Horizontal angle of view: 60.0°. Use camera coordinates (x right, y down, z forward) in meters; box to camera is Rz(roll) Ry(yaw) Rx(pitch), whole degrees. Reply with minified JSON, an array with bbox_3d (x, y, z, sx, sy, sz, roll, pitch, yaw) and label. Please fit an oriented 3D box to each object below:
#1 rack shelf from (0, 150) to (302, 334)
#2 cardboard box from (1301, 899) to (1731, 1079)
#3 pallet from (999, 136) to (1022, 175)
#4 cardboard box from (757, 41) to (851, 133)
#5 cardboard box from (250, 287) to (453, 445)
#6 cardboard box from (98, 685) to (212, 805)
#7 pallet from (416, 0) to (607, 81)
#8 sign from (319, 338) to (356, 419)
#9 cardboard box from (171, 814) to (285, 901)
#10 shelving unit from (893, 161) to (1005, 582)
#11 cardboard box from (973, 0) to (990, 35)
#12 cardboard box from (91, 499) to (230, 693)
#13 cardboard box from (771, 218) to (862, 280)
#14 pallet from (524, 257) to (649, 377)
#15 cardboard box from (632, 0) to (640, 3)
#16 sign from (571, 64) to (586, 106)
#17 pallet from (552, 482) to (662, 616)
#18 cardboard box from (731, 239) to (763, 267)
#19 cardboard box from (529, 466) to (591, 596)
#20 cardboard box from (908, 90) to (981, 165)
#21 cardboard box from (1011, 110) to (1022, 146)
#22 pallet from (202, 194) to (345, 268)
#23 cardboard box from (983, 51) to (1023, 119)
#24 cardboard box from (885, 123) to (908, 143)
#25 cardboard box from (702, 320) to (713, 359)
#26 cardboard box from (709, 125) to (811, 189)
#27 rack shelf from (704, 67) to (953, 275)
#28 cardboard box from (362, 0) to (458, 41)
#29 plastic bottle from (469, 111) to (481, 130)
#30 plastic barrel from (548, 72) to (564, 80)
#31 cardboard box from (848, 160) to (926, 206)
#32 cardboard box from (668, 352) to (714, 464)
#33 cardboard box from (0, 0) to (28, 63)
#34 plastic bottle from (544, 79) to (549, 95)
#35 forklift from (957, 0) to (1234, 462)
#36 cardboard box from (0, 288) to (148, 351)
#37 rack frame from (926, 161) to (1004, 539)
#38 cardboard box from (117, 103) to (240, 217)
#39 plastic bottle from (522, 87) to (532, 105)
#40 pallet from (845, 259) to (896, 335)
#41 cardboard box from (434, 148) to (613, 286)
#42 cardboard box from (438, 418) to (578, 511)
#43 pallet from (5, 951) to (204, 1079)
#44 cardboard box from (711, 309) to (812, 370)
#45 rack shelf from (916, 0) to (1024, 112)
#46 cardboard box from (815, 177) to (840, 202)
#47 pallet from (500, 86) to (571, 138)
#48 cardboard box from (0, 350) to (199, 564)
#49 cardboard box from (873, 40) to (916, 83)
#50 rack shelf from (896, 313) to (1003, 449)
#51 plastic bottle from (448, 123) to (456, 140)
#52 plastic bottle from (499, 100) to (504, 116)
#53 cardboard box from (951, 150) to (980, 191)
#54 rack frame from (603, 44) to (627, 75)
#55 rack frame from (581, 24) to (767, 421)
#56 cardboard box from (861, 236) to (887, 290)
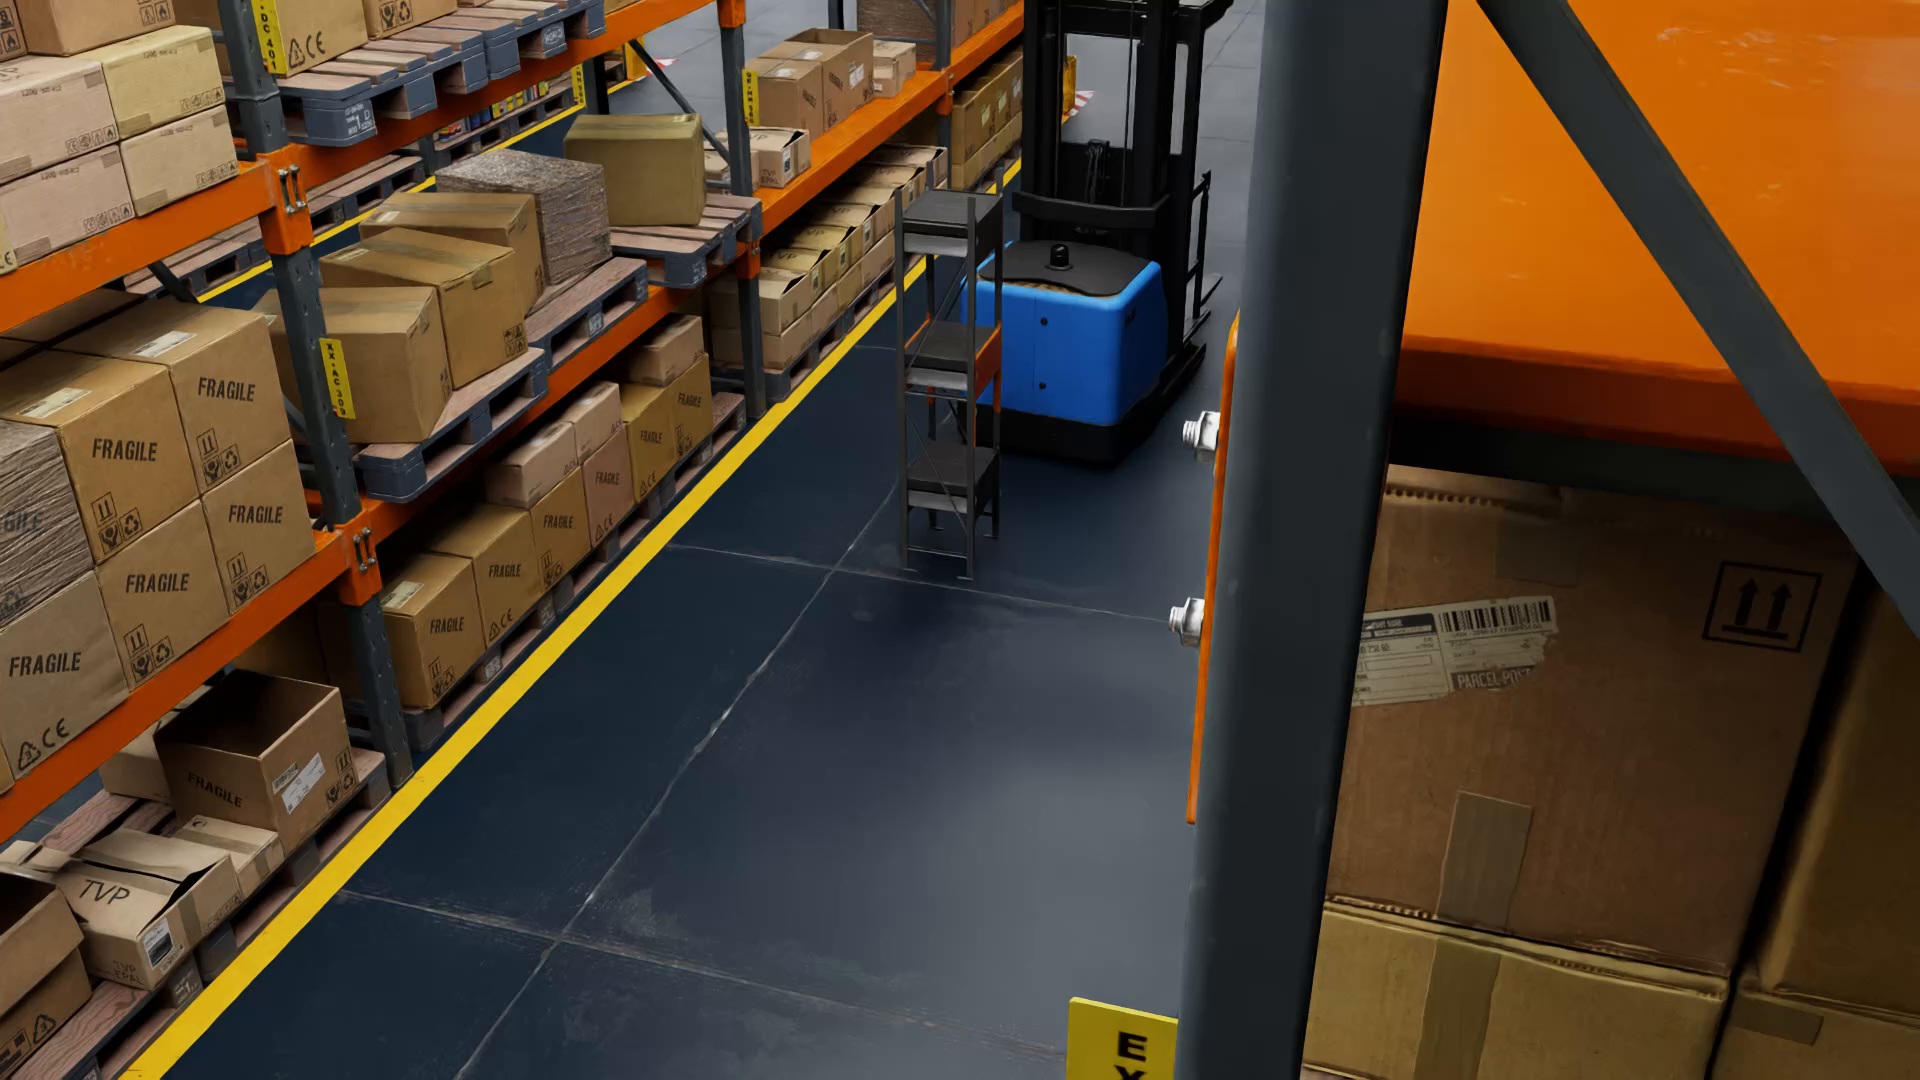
[{"bbox_3d":[-3.502,-0.382,4.506,1.077,0.370,4.000,8,30,15],"label":"rack shelf"},{"bbox_3d":[0.608,0.398,1.982,0.500,0.250,0.500,9,30,16],"label":"cardboard box"},{"bbox_3d":[0.063,-3.747,15.768,1.003,0.211,1.213,8,30,15],"label":"pallet"},{"bbox_3d":[-1.110,-3.244,11.894,0.500,0.500,0.500,9,30,15],"label":"cardboard box"},{"bbox_3d":[-2.562,-0.730,6.943,0.700,0.500,0.500,-1,29,-2],"label":"cardboard box"},{"bbox_3d":[-3.245,0.832,6.982,0.500,0.311,0.500,8,30,15],"label":"cardboard box"},{"bbox_3d":[-2.355,-2.319,7.441,1.213,0.211,1.003,8,30,15],"label":"pallet"},{"bbox_3d":[-2.394,-0.619,6.387,0.100,0.325,0.005,8,30,15],"label":"sign"},{"bbox_3d":[-2.864,1.227,6.439,0.380,0.149,0.250,8,30,15],"label":"cardboard box"},{"bbox_3d":[-0.049,-0.841,8.601,0.431,2.100,0.503,8,30,15],"label":"shelving unit"},{"bbox_3d":[-0.143,-4.762,14.622,0.700,0.500,0.500,9,30,16],"label":"cardboard box"},{"bbox_3d":[-2.967,0.150,5.792,0.500,0.500,0.500,9,30,16],"label":"cardboard box"},{"bbox_3d":[-1.009,-2.084,11.731,0.500,0.311,0.500,8,30,14],"label":"cardboard box"},{"bbox_3d":[-2.308,-1.186,8.493,1.003,0.211,1.213,8,30,15],"label":"pallet"},{"bbox_3d":[-1.987,-3.084,8.520,0.910,0.500,0.500,8,30,15],"label":"cardboard box"},{"bbox_3d":[-2.273,-2.758,9.930,0.100,0.325,0.005,8,30,15],"label":"sign"},{"bbox_3d":[-2.357,-0.049,9.120,1.003,0.211,1.213,8,30,15],"label":"pallet"},{"bbox_3d":[-1.677,-1.922,11.439,0.500,0.311,0.500,8,30,14],"label":"cardboard box"},{"bbox_3d":[-2.241,-0.086,8.437,0.500,0.500,0.500,9,30,15],"label":"cardboard box"},{"bbox_3d":[-0.132,-3.513,14.105,0.500,0.500,0.500,8,30,15],"label":"cardboard box"},{"bbox_3d":[0.303,-3.883,15.542,0.500,0.250,0.500,8,30,15],"label":"cardboard box"},{"bbox_3d":[-5.851,-2.583,13.677,1.003,0.211,1.213,8,30,15],"label":"pallet"},{"bbox_3d":[0.306,-4.211,15.359,0.500,0.500,0.500,8,30,15],"label":"cardboard box"},{"bbox_3d":[-0.482,-3.820,14.656,0.500,0.500,0.500,8,30,15],"label":"cardboard box"},{"bbox_3d":[-1.820,-1.435,11.141,0.500,0.250,0.500,9,30,16],"label":"cardboard box"},{"bbox_3d":[-1.294,-2.523,10.791,0.500,0.311,0.500,8,30,14],"label":"cardboard box"},{"bbox_3d":[-1.154,-2.789,11.918,1.077,0.370,4.000,8,30,15],"label":"rack shelf"},{"bbox_3d":[-2.523,-2.434,6.817,0.600,0.600,0.600,8,30,14],"label":"cardboard box"},{"bbox_3d":[-4.668,-4.092,15.792,0.144,0.351,0.185,9,30,16],"label":"plastic bottle"},{"bbox_3d":[-4.394,-5.147,17.544,0.421,0.512,0.421,0,29,0],"label":"plastic barrel"},{"bbox_3d":[-0.559,-2.788,12.996,0.500,0.311,0.500,9,30,16],"label":"cardboard box"},{"bbox_3d":[-1.791,-0.806,9.731,0.500,0.500,0.500,10,31,17],"label":"cardboard box"},{"bbox_3d":[-3.304,-1.663,4.937,0.700,0.500,0.500,8,30,15],"label":"cardboard box"},{"bbox_3d":[-4.247,-4.654,16.956,0.097,0.201,0.097,0,29,0],"label":"plastic bottle"},{"bbox_3d":[1.033,-2.444,10.628,1.130,2.935,3.031,12,31,20],"label":"forklift"},{"bbox_3d":[-3.323,-0.617,6.142,0.500,0.500,0.500,9,30,16],"label":"cardboard box"},{"bbox_3d":[0.023,-0.954,8.805,0.400,2.100,0.015,8,30,15],"label":"rack frame"},{"bbox_3d":[-2.804,-1.296,5.563,0.500,0.250,0.500,8,30,15],"label":"cardboard box"},{"bbox_3d":[-4.388,-4.508,16.618,0.152,0.276,0.135,8,30,13],"label":"plastic bottle"},{"bbox_3d":[-1.102,-1.897,12.444,1.003,0.211,1.213,8,30,15],"label":"pallet"},{"bbox_3d":[-2.269,-1.695,8.676,0.700,0.500,0.500,14,32,24],"label":"cardboard box"},{"bbox_3d":[-2.247,-0.397,8.226,0.500,0.250,0.500,9,30,15],"label":"cardboard box"},{"bbox_3d":[-3.474,1.792,5.813,1.003,0.211,1.213,8,30,15],"label":"pallet"},{"bbox_3d":[-1.307,-1.357,11.001,0.500,0.250,0.500,8,30,15],"label":"cardboard box"},{"bbox_3d":[0.020,-4.648,15.259,1.077,0.370,4.000,8,30,15],"label":"rack shelf"},{"bbox_3d":[-1.229,-2.631,12.713,0.500,0.311,0.500,8,30,13],"label":"cardboard box"},{"bbox_3d":[-4.708,-4.398,16.938,1.003,0.211,1.213,8,30,15],"label":"pallet"},{"bbox_3d":[-2.964,-0.285,5.546,0.500,0.500,0.500,8,30,14],"label":"cardboard box"},{"bbox_3d":[-0.670,-3.732,13.028,0.500,0.250,0.500,10,31,18],"label":"cardboard box"},{"bbox_3d":[-0.049,-0.829,8.608,0.431,0.518,0.480,8,30,15],"label":"rack shelf"},{"bbox_3d":[-4.759,-3.843,15.499,0.097,0.201,0.097,0,29,0],"label":"plastic bottle"},{"bbox_3d":[-4.507,-4.243,16.217,0.097,0.201,0.097,0,29,0],"label":"plastic bottle"},{"bbox_3d":[-0.141,-3.187,14.290,0.500,0.250,0.500,8,30,15],"label":"cardboard box"},{"bbox_3d":[-4.127,-6.600,18.029,1.000,3.000,0.127,8,30,15],"label":"rack frame"},{"bbox_3d":[-1.741,-2.174,10.072,1.000,3.000,0.127,8,30,15],"label":"rack frame"},{"bbox_3d":[-0.862,-2.072,12.285,0.500,0.250,0.500,9,30,16],"label":"cardboard box"}]
